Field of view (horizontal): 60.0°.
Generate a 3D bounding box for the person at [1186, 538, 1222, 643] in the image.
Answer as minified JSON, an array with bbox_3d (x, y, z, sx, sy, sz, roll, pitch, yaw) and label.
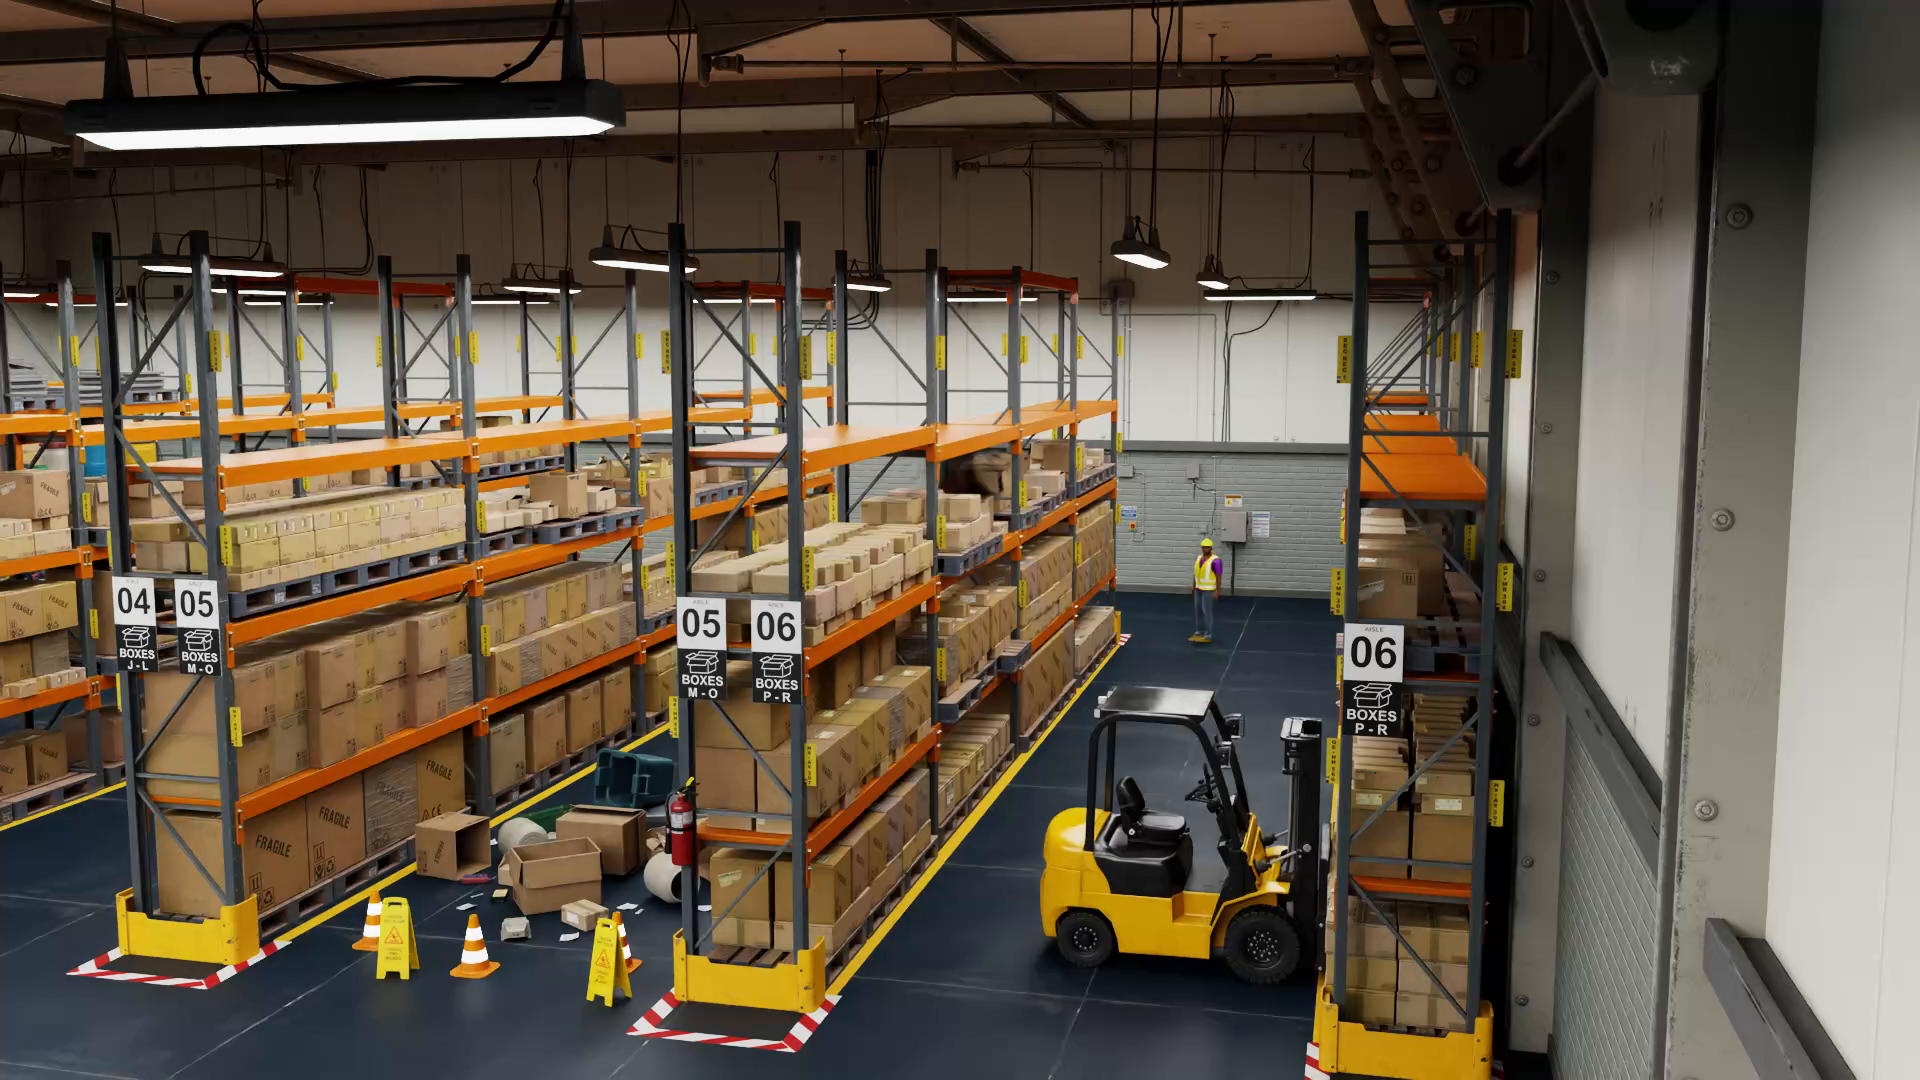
[{"bbox_3d":[4.170,0.864,28.205,0.452,1.783,0.623,-3,7,-21],"label":"person"}]
